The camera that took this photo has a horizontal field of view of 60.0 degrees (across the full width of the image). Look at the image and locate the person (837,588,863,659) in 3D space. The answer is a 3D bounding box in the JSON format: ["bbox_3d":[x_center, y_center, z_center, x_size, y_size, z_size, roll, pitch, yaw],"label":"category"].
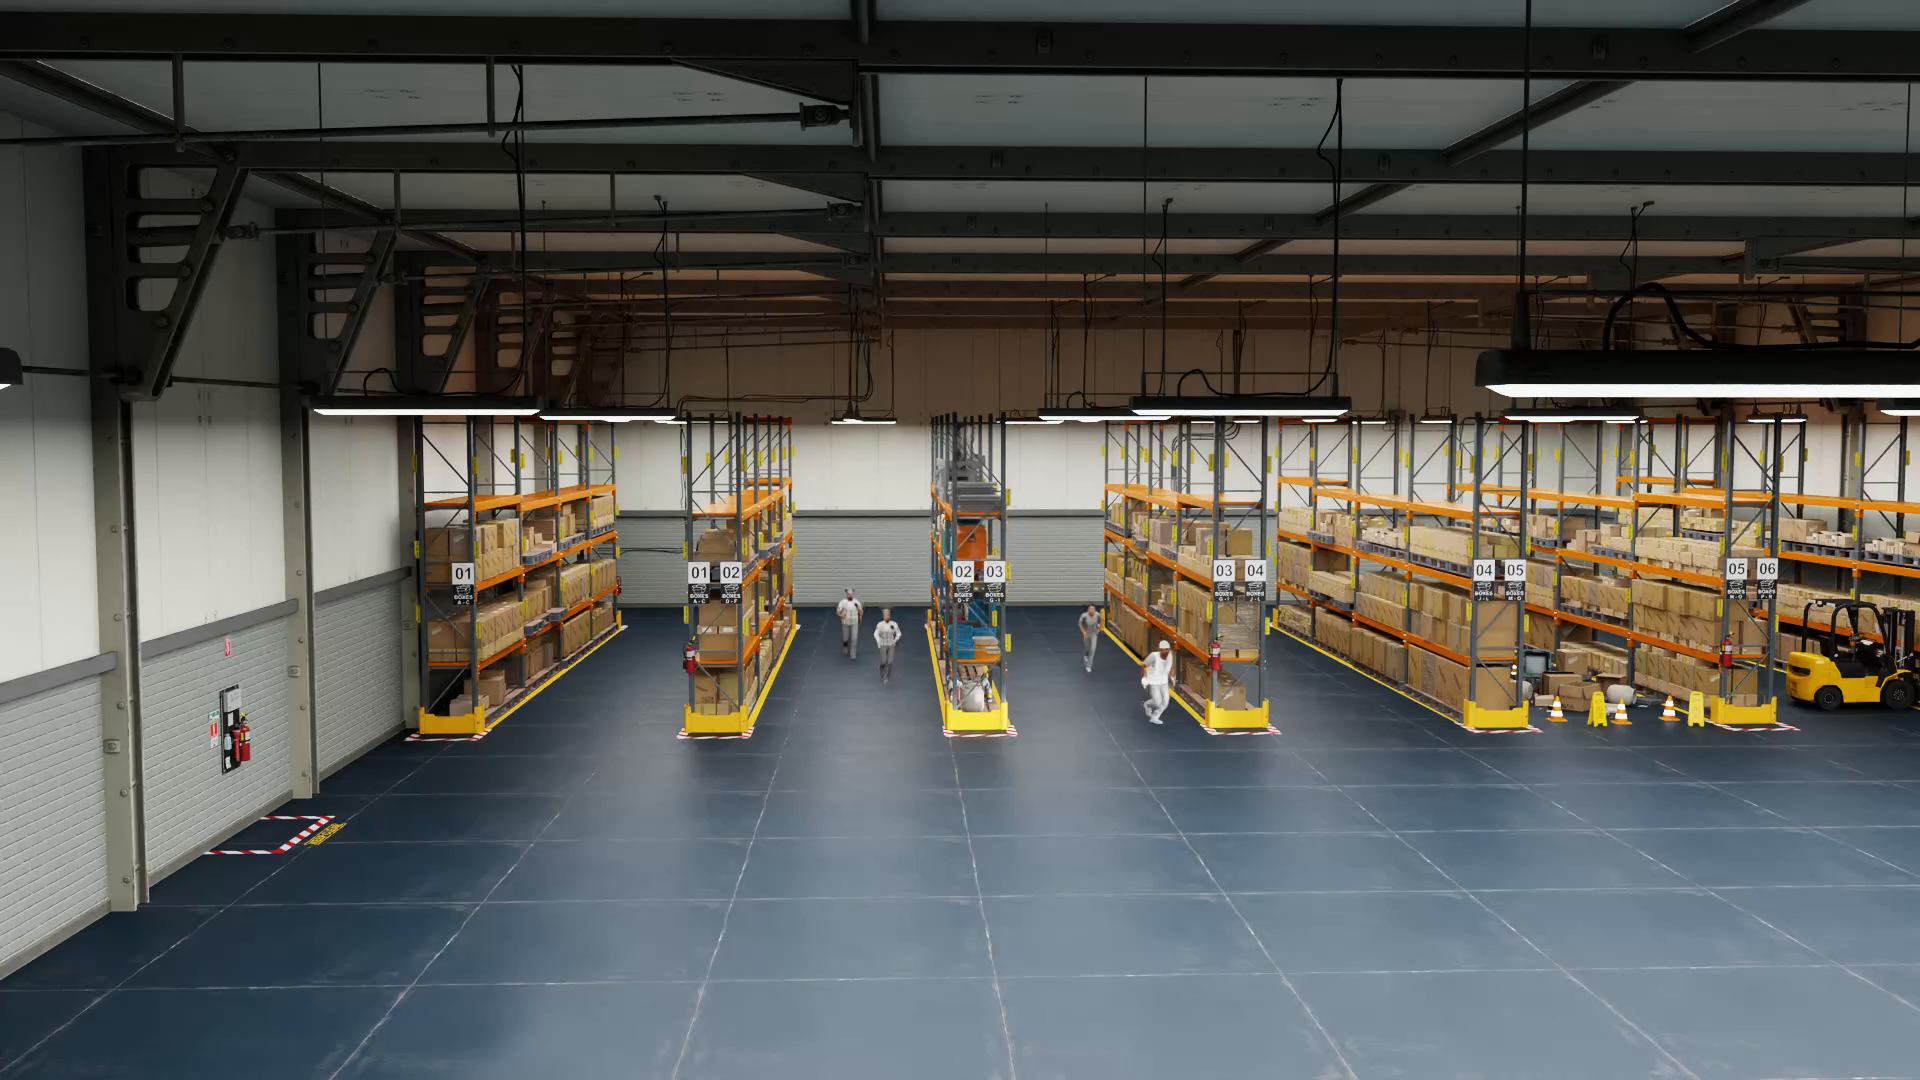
[{"bbox_3d":[-2.712,2.049,41.159,0.674,1.740,0.782,-1,4,-10],"label":"person"}]

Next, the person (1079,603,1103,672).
[{"bbox_3d":[3.069,2.272,39.291,0.573,1.624,0.907,0,4,-7],"label":"person"}]

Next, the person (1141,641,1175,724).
[{"bbox_3d":[3.792,2.726,31.984,0.686,1.634,0.780,-2,4,-23],"label":"person"}]

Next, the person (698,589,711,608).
[{"bbox_3d":[-6.584,1.837,43.890,0.666,1.837,0.918,-1,4,-11],"label":"person"}]

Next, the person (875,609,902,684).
[{"bbox_3d":[-1.608,2.371,37.195,0.609,1.671,0.585,0,4,-2],"label":"person"}]
